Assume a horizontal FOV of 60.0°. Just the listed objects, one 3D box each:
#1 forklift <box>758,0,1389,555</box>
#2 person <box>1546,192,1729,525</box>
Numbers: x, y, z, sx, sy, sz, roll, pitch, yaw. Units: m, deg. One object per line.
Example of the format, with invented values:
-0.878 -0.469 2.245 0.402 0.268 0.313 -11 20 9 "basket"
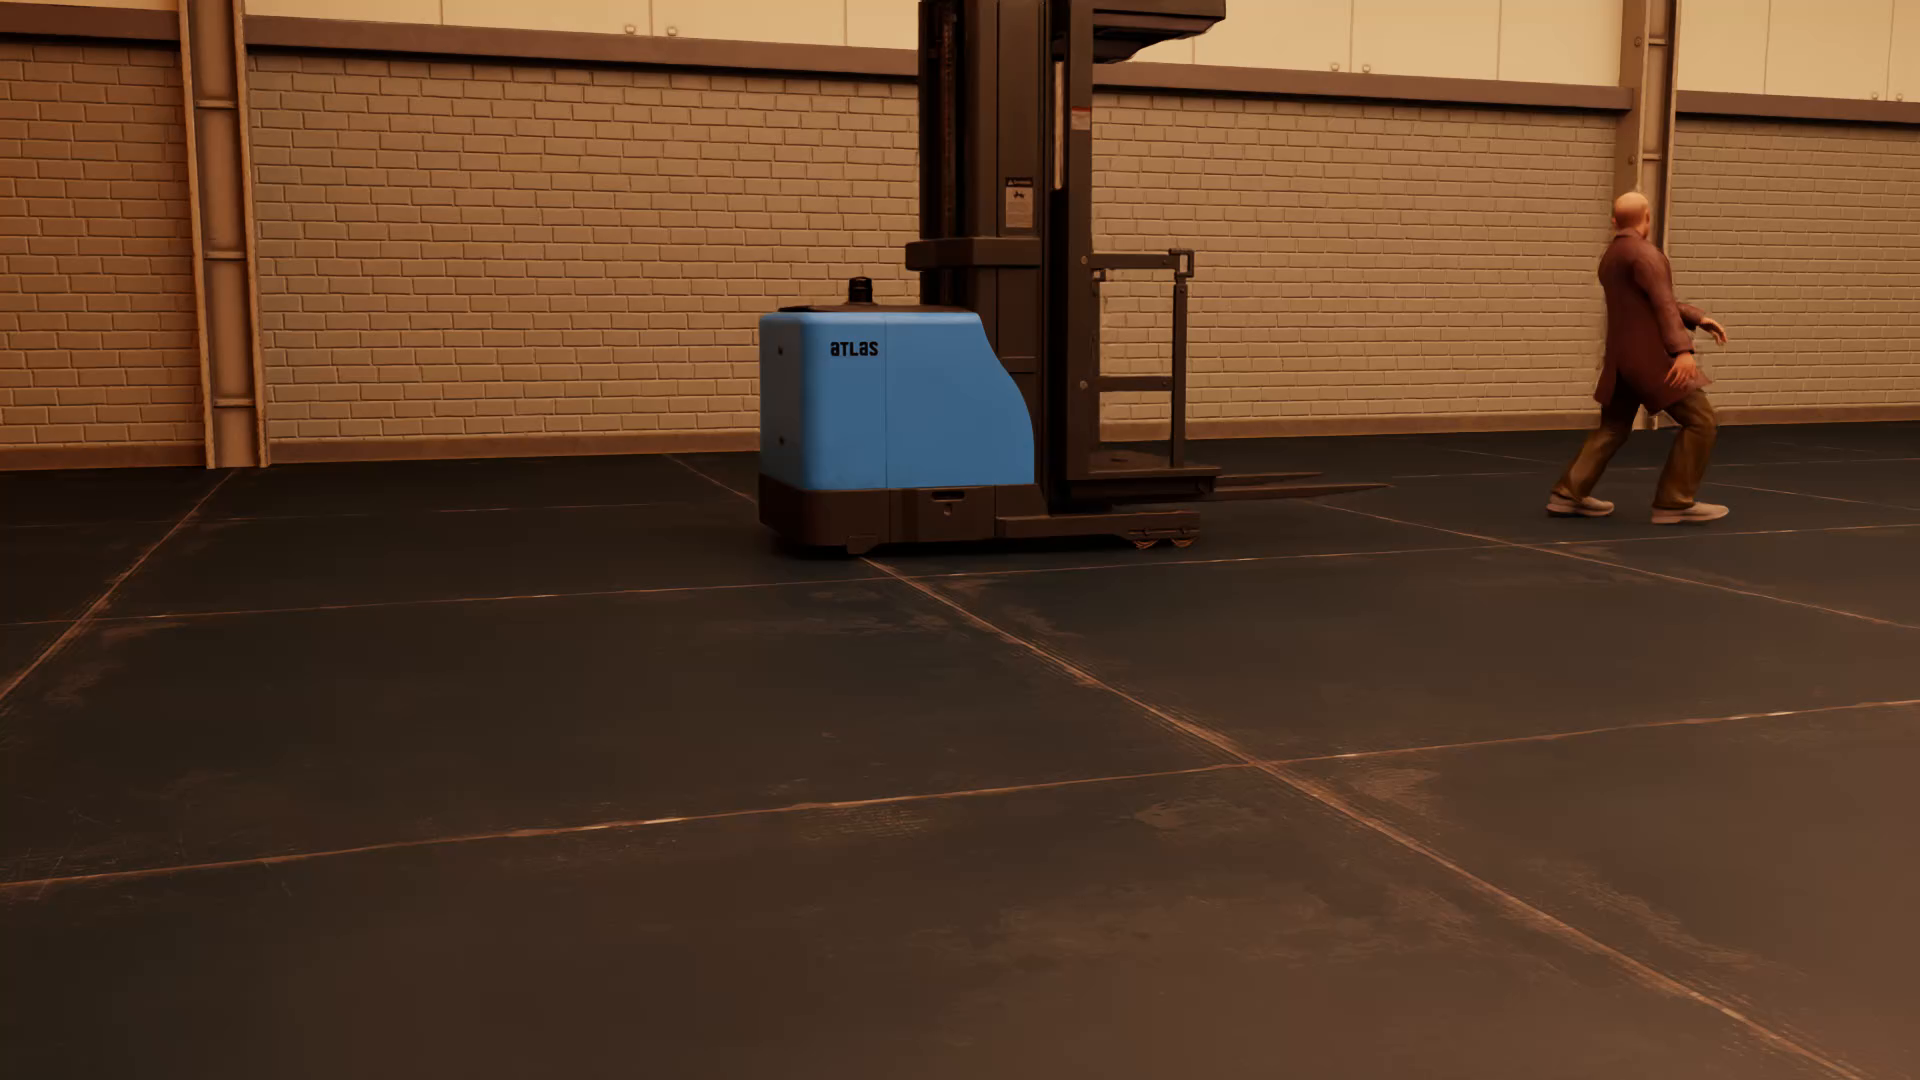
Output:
0.598 -1.482 7.948 3.031 2.935 1.130 -3 8 -19 "forklift"
3.582 -0.936 8.561 0.865 1.689 0.749 -1 8 -9 "person"
